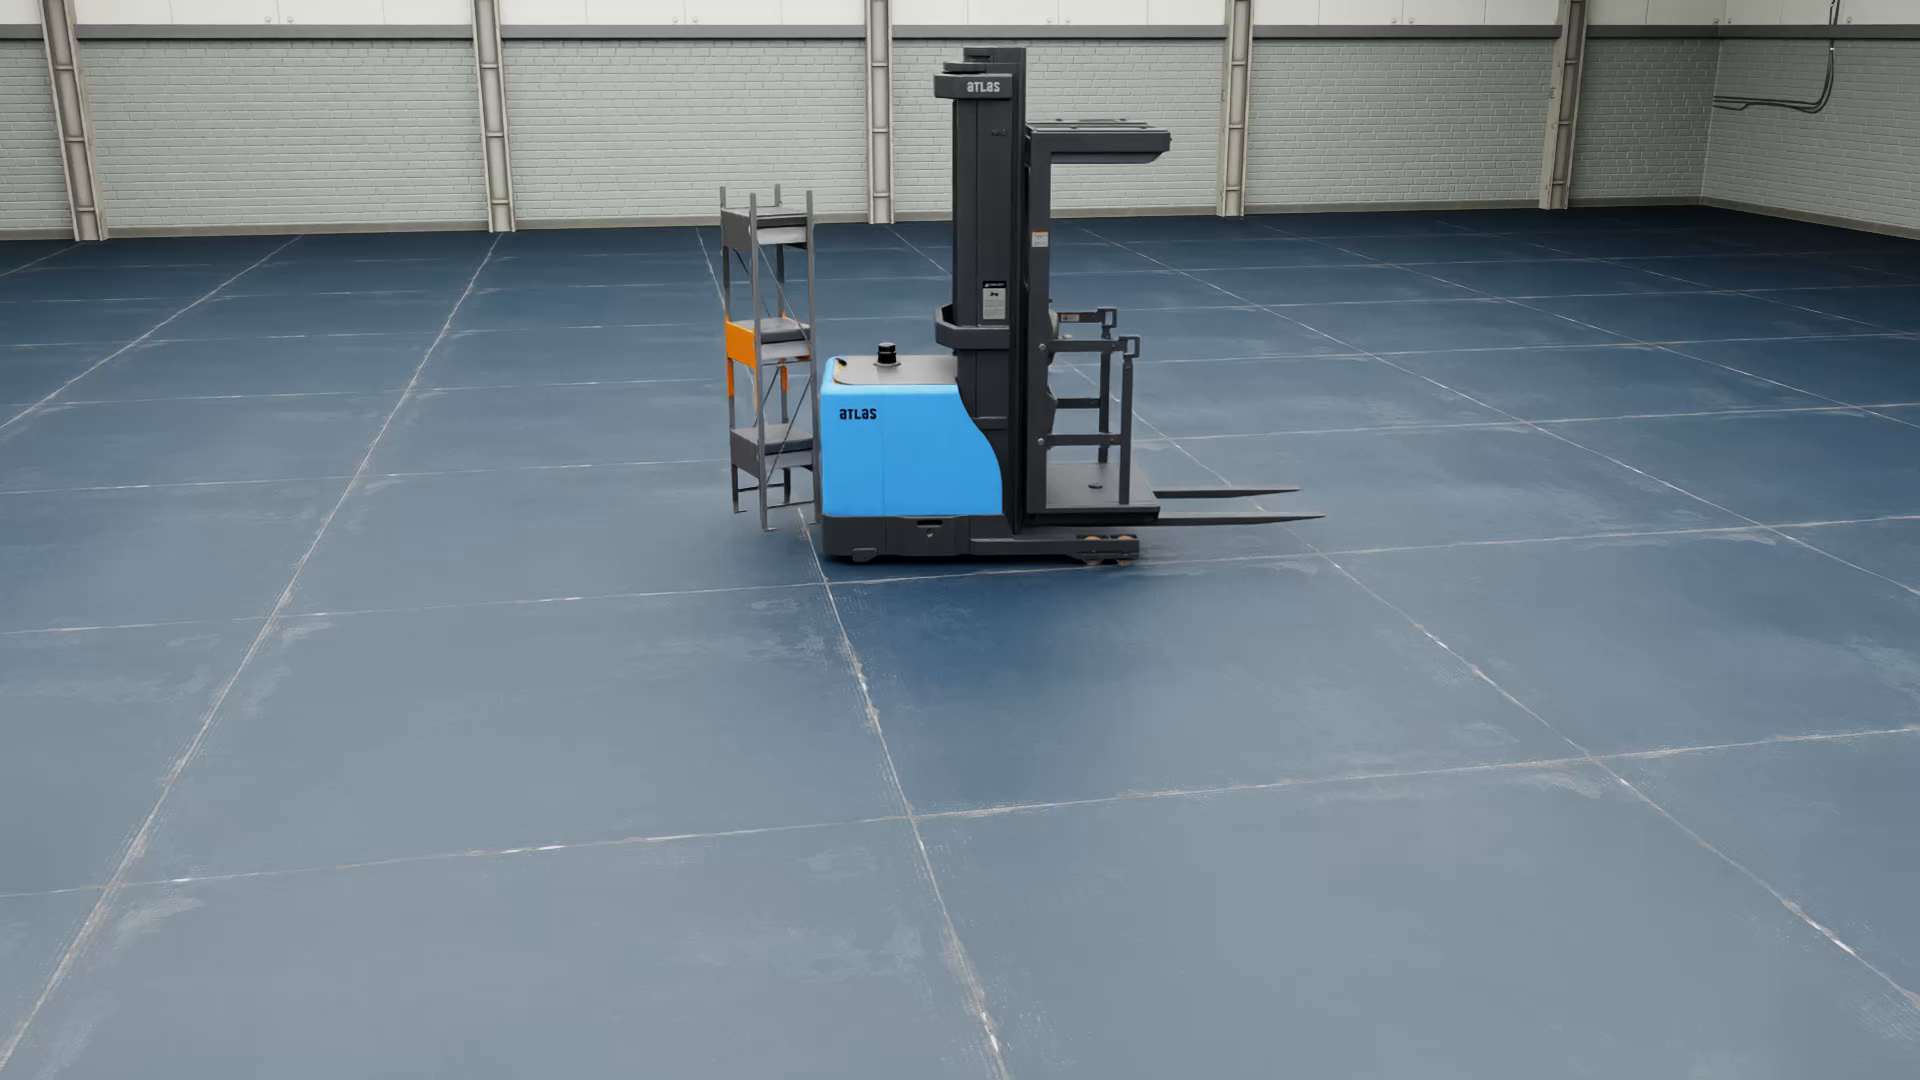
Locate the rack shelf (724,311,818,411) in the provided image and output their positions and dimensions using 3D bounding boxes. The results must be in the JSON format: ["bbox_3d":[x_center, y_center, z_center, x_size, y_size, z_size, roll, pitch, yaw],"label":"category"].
[{"bbox_3d":[-1.190,-1.134,10.473,0.431,0.518,0.480,-9,19,-28],"label":"rack shelf"}]

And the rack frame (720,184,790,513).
[{"bbox_3d":[-1.308,-1.209,10.673,0.400,2.100,0.015,-9,19,-28],"label":"rack frame"}]

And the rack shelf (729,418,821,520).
[{"bbox_3d":[-1.190,-0.464,10.678,0.431,0.518,0.480,-9,19,-28],"label":"rack shelf"}]

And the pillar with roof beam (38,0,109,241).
[{"bbox_3d":[-12.262,-7.591,19.701,0.400,9.000,9.100,-3,17,-10],"label":"pillar with roof beam"}]

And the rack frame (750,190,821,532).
[{"bbox_3d":[-1.071,-1.084,10.265,0.400,2.100,0.015,-9,19,-28],"label":"rack frame"}]

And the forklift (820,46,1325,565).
[{"bbox_3d":[0.677,-1.411,9.913,3.031,2.935,1.130,-1,17,-2],"label":"forklift"}]

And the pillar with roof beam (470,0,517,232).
[{"bbox_3d":[-6.371,-7.926,20.789,0.400,9.000,9.100,-3,17,-10],"label":"pillar with roof beam"}]

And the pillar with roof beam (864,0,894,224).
[{"bbox_3d":[-0.480,-8.260,21.877,0.400,9.000,9.100,-3,17,-10],"label":"pillar with roof beam"}]

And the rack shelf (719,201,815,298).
[{"bbox_3d":[-1.190,-1.803,10.267,0.431,0.518,0.480,-9,19,-28],"label":"rack shelf"}]

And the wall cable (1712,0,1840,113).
[{"bbox_3d":[13.629,-8.468,27.843,0.112,2.526,3.097,-3,17,-10],"label":"wall cable"}]

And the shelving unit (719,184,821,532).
[{"bbox_3d":[-1.190,-1.147,10.469,0.431,2.100,0.503,-9,19,-28],"label":"shelving unit"}]

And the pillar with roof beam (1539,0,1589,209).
[{"bbox_3d":[11.302,-8.928,24.053,0.400,9.000,9.100,-3,17,-10],"label":"pillar with roof beam"}]

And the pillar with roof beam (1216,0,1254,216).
[{"bbox_3d":[5.411,-8.594,22.965,0.400,9.000,9.100,-3,17,-10],"label":"pillar with roof beam"}]
